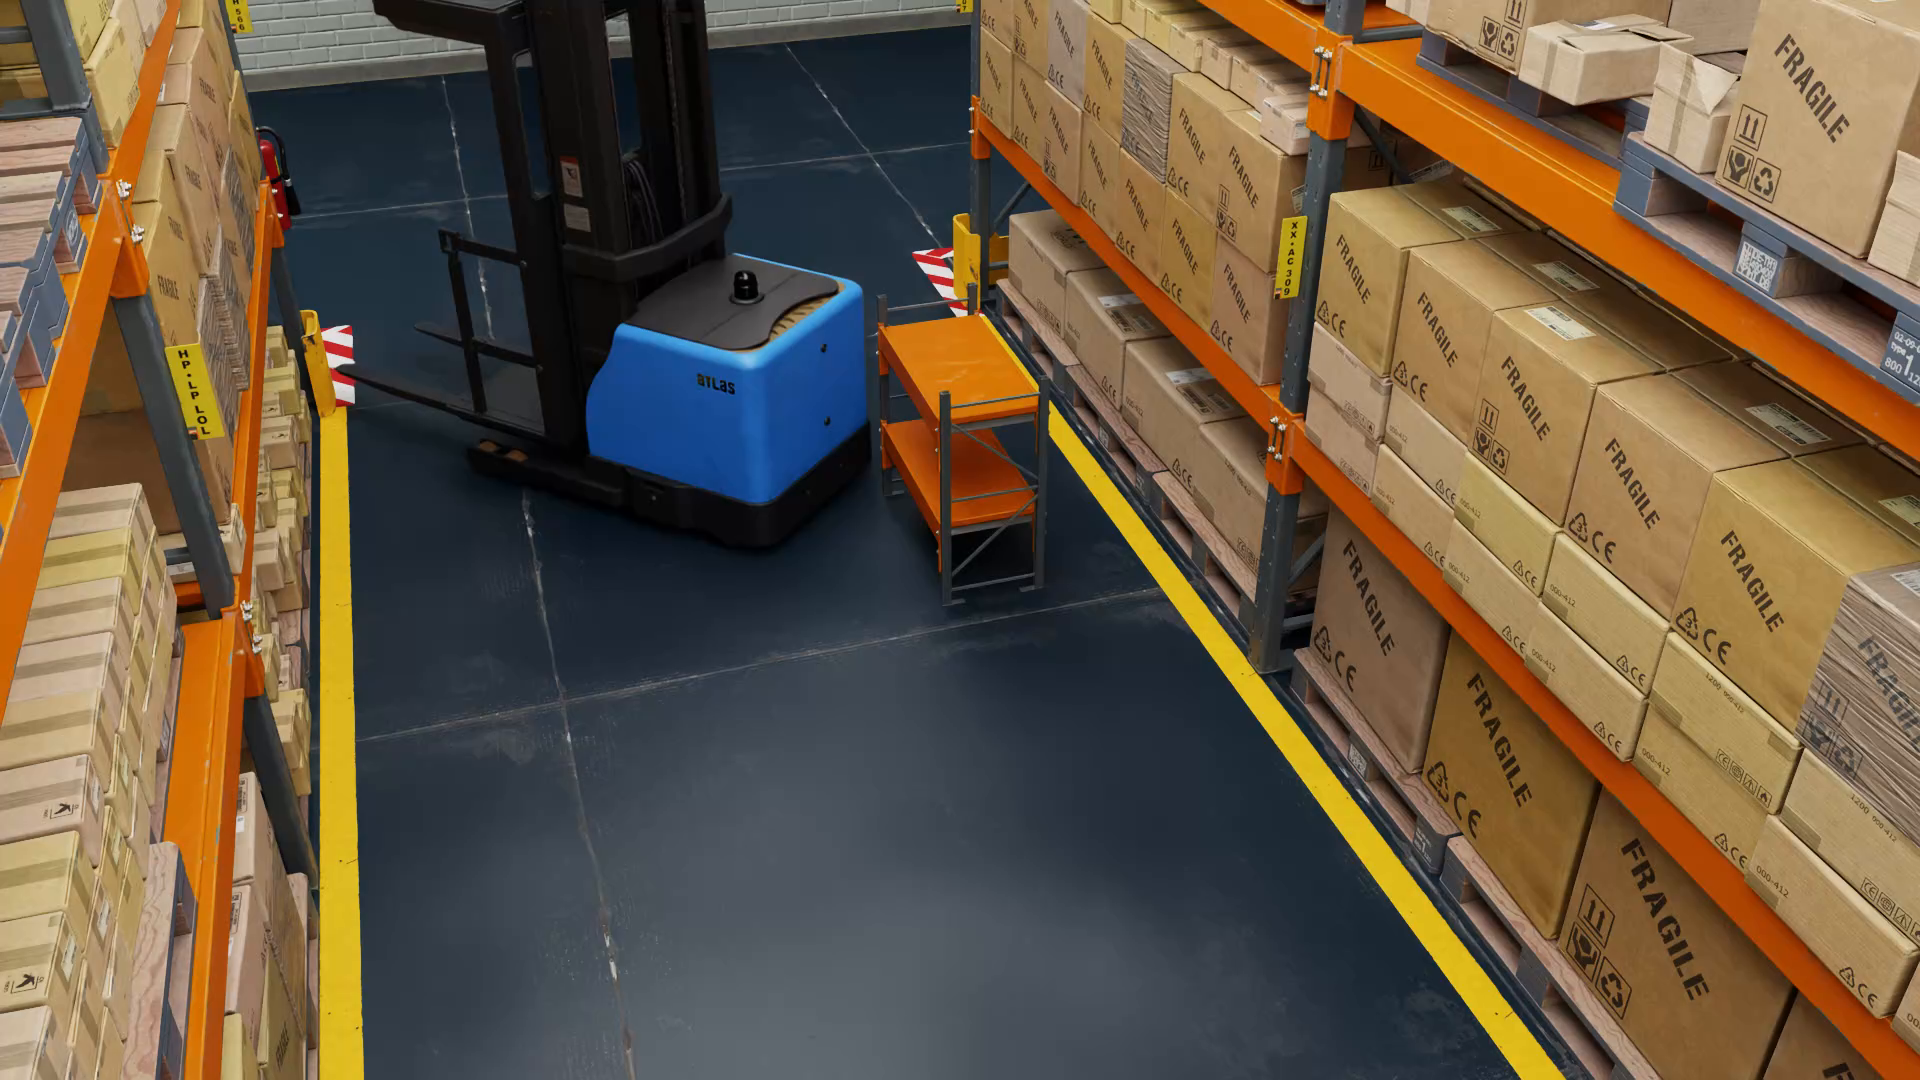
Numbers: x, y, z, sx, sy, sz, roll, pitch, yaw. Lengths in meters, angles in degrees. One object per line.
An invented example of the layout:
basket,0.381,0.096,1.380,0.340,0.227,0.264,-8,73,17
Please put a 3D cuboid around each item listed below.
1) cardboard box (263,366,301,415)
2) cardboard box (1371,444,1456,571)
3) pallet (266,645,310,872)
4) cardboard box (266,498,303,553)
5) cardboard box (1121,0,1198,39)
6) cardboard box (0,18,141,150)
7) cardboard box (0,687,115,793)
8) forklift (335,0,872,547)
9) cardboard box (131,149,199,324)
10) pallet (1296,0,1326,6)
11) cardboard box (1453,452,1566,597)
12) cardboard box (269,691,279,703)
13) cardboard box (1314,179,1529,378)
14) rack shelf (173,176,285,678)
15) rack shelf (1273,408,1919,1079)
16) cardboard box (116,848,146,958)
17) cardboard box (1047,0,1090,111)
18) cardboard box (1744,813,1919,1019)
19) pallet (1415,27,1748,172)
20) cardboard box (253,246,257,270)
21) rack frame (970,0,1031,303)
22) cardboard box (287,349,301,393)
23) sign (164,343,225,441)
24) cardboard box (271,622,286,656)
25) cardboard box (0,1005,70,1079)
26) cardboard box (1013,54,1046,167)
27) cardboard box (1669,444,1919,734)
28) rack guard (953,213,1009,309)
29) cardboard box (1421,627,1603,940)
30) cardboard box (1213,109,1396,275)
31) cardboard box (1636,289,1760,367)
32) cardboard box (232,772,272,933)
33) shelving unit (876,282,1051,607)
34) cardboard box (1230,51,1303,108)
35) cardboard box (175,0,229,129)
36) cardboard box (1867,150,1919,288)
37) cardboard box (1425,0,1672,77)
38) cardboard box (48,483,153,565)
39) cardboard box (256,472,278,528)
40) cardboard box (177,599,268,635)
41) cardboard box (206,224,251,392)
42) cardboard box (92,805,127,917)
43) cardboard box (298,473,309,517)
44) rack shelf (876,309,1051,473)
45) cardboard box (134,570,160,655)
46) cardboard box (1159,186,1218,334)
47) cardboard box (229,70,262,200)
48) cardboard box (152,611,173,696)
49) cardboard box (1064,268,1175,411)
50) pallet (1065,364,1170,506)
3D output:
cardboard box,-3.502,-0.722,8.287,0.380,0.149,0.250,-11,35,-16
cardboard box,1.819,-0.155,5.901,0.500,0.250,0.500,-11,35,-16
pallet,-3.145,0.937,6.640,1.003,0.211,1.213,-10,35,-15
cardboard box,-3.192,-0.040,7.526,0.380,0.149,0.250,-10,35,-14
cardboard box,0.961,-2.411,7.592,0.380,0.149,0.250,-10,35,-15
cardboard box,-2.796,-1.356,4.996,0.500,0.250,0.500,-8,34,-12
cardboard box,-2.286,0.524,4.043,0.380,0.149,0.250,-11,35,-16
forklift,-2.009,-1.760,8.255,3.031,2.935,1.130,17,37,23
cardboard box,-2.984,-1.010,5.790,0.500,0.500,0.500,-11,35,-16
pallet,1.537,-2.411,6.537,1.003,0.211,1.213,-10,35,-15
cardboard box,1.957,-0.094,5.354,0.500,0.250,0.500,-10,35,-14
cardboard box,-2.875,0.649,6.483,0.380,0.149,0.250,-10,35,-14
cardboard box,1.638,-0.944,5.961,0.500,0.500,0.500,-10,35,-14
rack shelf,-3.516,-0.629,7.134,1.077,0.370,4.000,-10,35,-15
rack shelf,2.387,0.585,5.296,1.077,0.370,4.000,-10,35,-15
cardboard box,-2.196,0.909,4.001,0.380,0.149,0.250,-9,34,-13
cardboard box,0.761,-2.485,8.292,0.500,0.500,0.500,-10,35,-15
cardboard box,2.425,0.910,4.288,0.500,0.250,0.500,-9,35,-14
pallet,2.104,-1.463,5.197,0.805,0.209,1.217,-11,35,-17
cardboard box,-3.527,-1.355,7.808,0.380,0.149,0.250,-9,35,-13
rack frame,0.557,-2.865,9.865,1.000,3.000,0.127,-10,35,-15
cardboard box,-3.694,-0.860,8.766,0.380,0.149,0.250,-11,35,-16
sign,-2.379,-0.458,5.172,0.100,0.325,0.005,-10,35,-15
cardboard box,-3.043,0.503,6.973,0.380,0.149,0.250,-11,35,-16
cardboard box,-1.962,1.076,3.208,0.380,0.149,0.250,-8,34,-13
cardboard box,0.611,-2.346,8.988,0.500,0.500,0.500,-10,35,-15
cardboard box,2.281,0.119,4.351,0.500,0.500,0.500,-10,35,-15
rack guard,0.550,-1.835,10.573,1.175,0.500,0.348,-10,35,-15
cardboard box,2.325,0.731,5.969,0.875,0.875,0.875,-9,35,-13
cardboard box,1.370,-1.425,6.688,0.500,0.500,0.500,-10,35,-15
cardboard box,2.453,-0.492,5.275,0.500,0.500,0.500,-9,35,-13
cardboard box,-2.438,1.024,5.186,0.500,0.250,0.500,-11,35,-16
shelving unit,-0.002,-0.473,7.945,0.538,1.125,1.048,-10,35,-15
cardboard box,1.336,-1.892,6.806,0.380,0.149,0.250,-10,35,-15
cardboard box,-3.595,-2.098,7.437,0.500,0.500,0.500,-11,35,-16
cardboard box,2.244,-0.700,3.608,0.396,0.266,0.258,-11,35,-16
cardboard box,1.770,-1.722,4.942,0.500,0.500,0.500,-11,35,-16
cardboard box,-2.598,-0.020,4.867,0.380,0.149,0.250,-8,34,-13
cardboard box,-3.266,-0.154,7.427,0.380,0.149,0.250,-10,35,-14
cardboard box,-2.966,0.392,6.602,0.380,0.149,0.250,-10,35,-15
cardboard box,-3.094,-0.877,6.495,0.500,0.500,0.500,-11,35,-16
cardboard box,-2.191,0.793,3.906,0.380,0.149,0.250,-10,35,-15
cardboard box,-3.368,-0.202,8.040,0.380,0.149,0.250,-12,35,-17
rack shelf,-0.002,-0.717,7.784,0.538,0.278,1.000,-10,35,-15
cardboard box,-2.515,0.240,4.743,0.380,0.149,0.250,-10,35,-14
cardboard box,1.230,-1.276,7.370,0.500,0.500,0.500,-11,35,-16
cardboard box,-3.744,-1.953,8.124,0.500,0.500,0.500,-9,35,-14
cardboard box,-2.517,0.362,4.829,0.380,0.149,0.250,-10,35,-14
cardboard box,1.141,-1.162,9.232,0.875,0.438,0.875,-9,35,-13
pallet,1.244,-0.656,9.051,1.003,0.211,1.213,-10,35,-15
